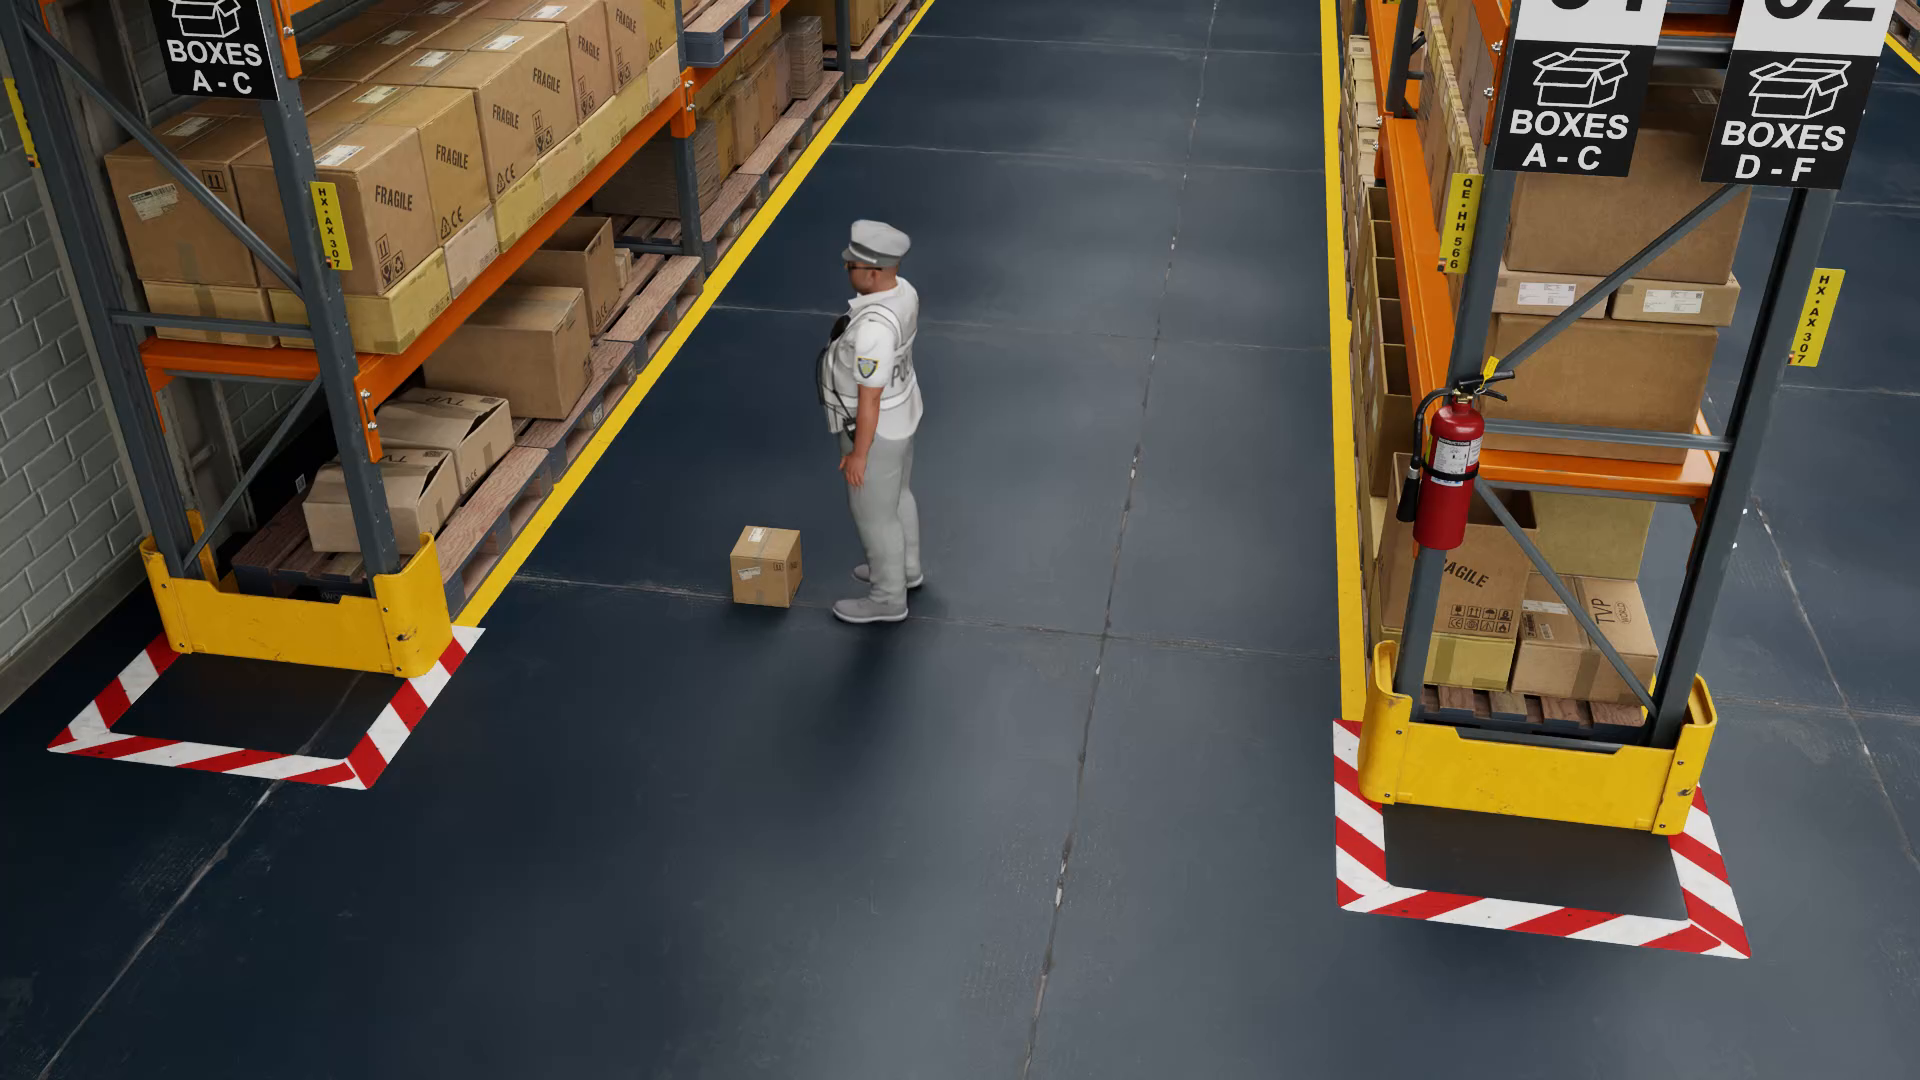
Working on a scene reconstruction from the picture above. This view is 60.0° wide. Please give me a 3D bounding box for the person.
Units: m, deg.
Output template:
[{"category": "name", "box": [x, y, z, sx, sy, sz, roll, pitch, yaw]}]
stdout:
[{"category": "person", "box": [-0.362, -0.467, 6.870, 0.394, 1.777, 0.530, 6, 33, 9]}]
